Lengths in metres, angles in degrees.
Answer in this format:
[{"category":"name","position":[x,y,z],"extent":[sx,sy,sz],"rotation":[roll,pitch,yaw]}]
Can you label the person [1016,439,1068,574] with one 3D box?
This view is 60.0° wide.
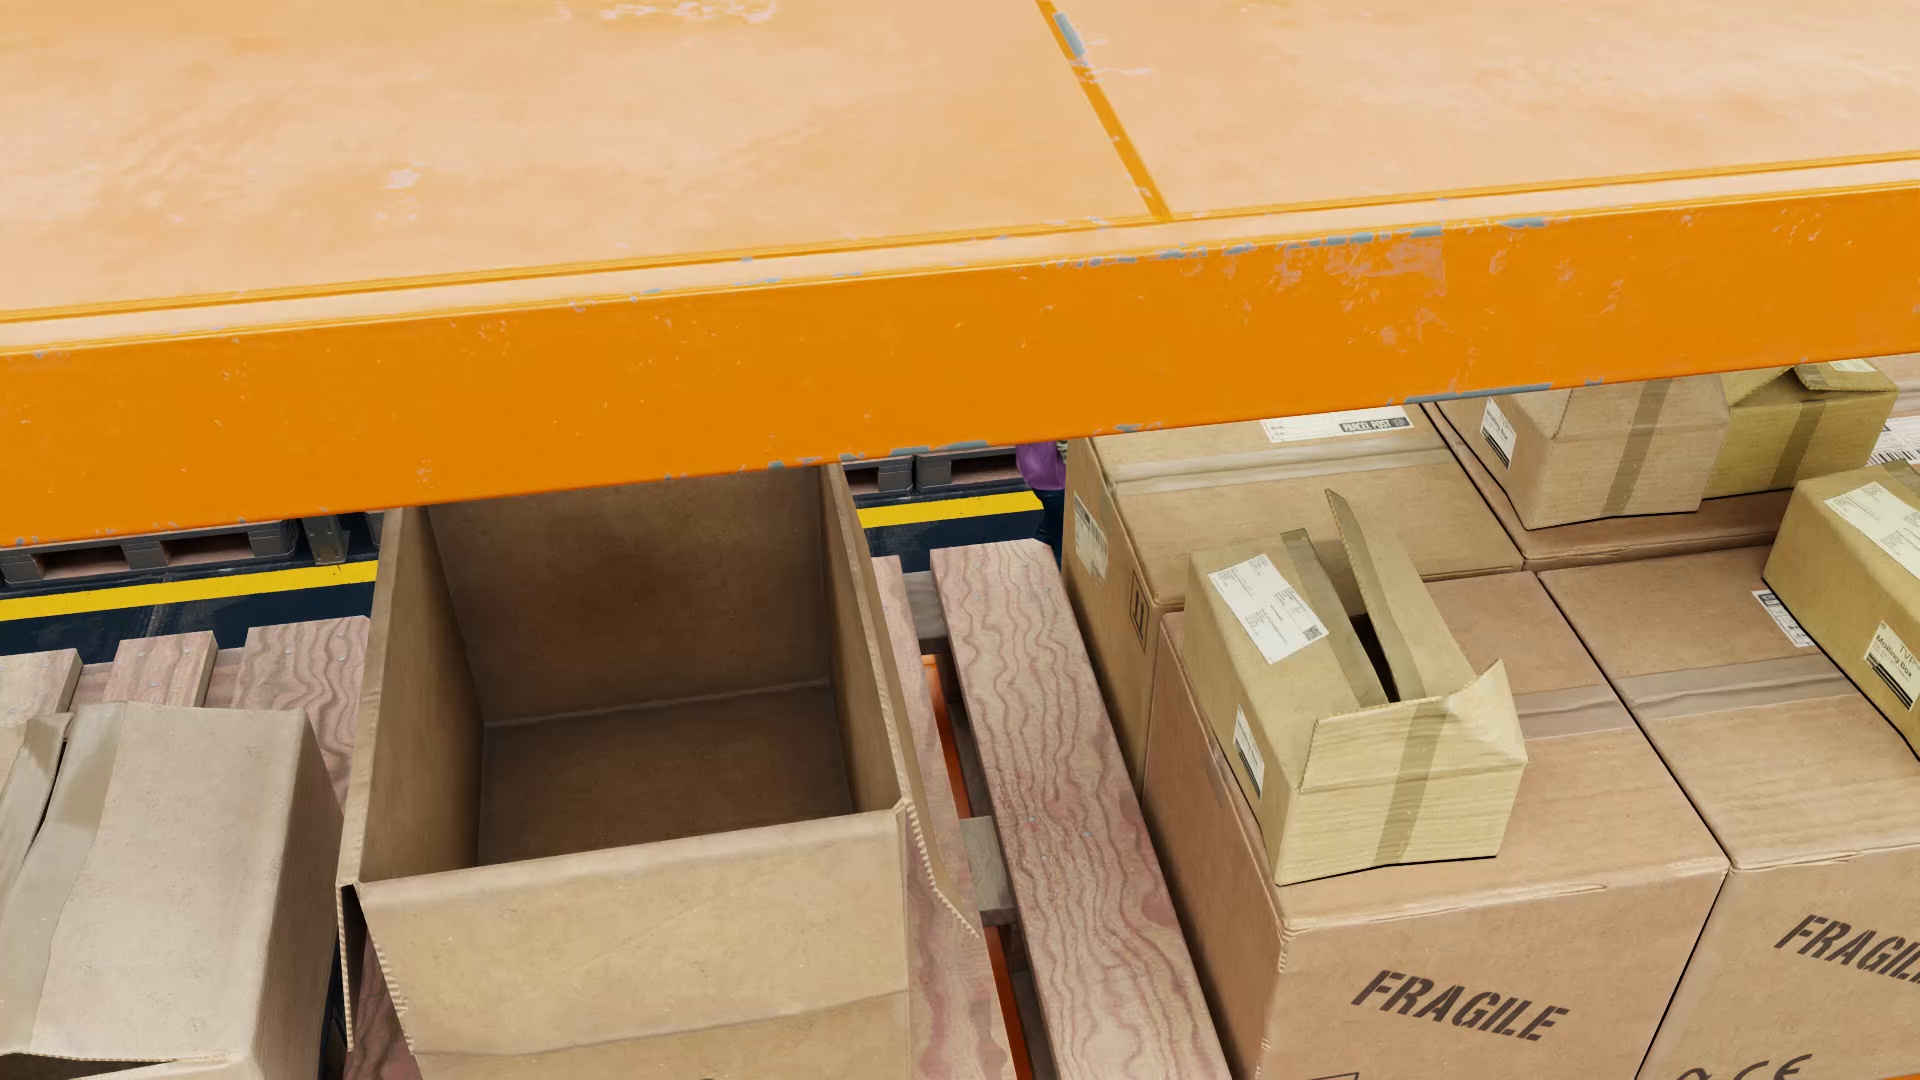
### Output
[{"category":"person","position":[0.398,-0.288,6.516],"extent":[0.345,1.593,0.479],"rotation":[-8,40,-9]}]
